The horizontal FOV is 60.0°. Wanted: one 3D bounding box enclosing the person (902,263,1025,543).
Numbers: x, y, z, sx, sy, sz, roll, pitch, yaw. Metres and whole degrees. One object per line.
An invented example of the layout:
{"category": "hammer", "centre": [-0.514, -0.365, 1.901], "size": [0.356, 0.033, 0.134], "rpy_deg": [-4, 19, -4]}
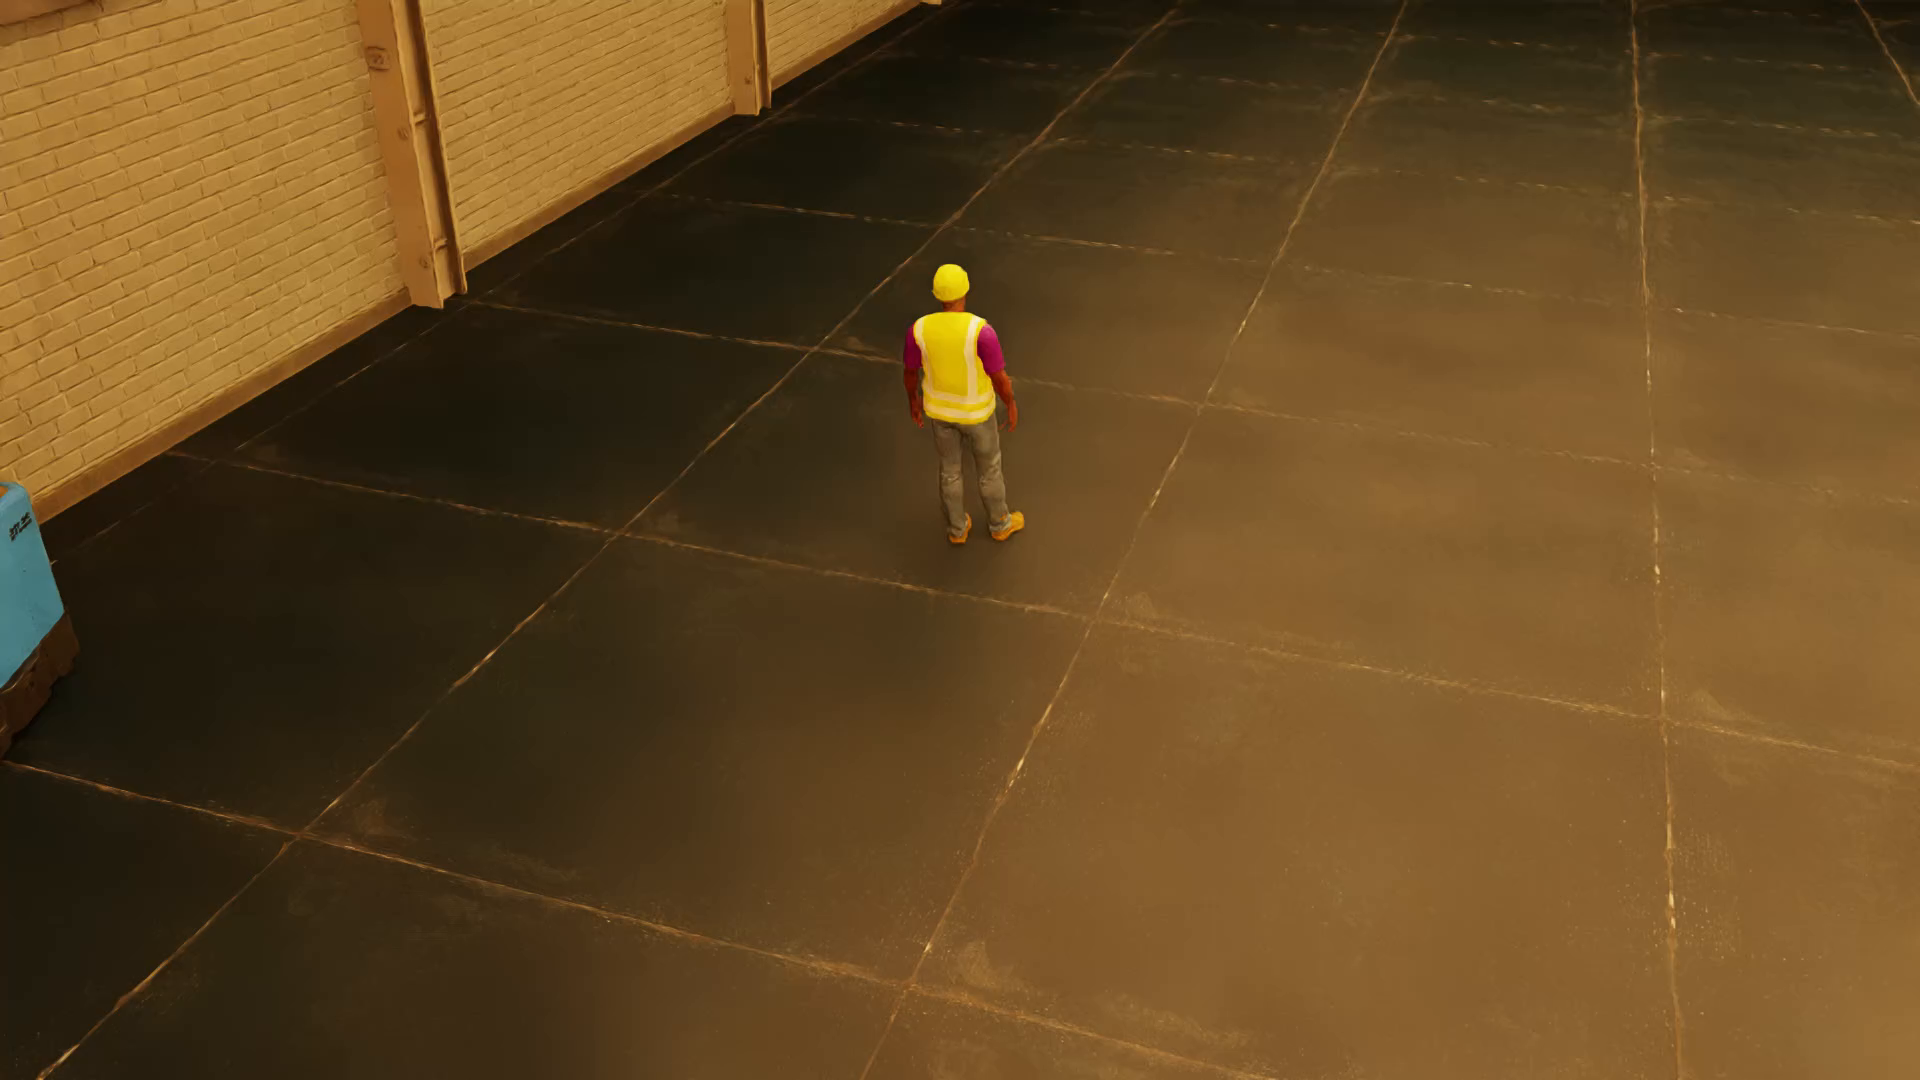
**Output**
{"category": "person", "centre": [0.028, -0.805, 9.711], "size": [0.665, 1.766, 0.576], "rpy_deg": [10, 31, 16]}

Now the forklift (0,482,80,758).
{"category": "forklift", "centre": [-5.216, 0.093, 6.974], "size": [1.130, 2.935, 3.031], "rpy_deg": [-1, 30, -1]}
